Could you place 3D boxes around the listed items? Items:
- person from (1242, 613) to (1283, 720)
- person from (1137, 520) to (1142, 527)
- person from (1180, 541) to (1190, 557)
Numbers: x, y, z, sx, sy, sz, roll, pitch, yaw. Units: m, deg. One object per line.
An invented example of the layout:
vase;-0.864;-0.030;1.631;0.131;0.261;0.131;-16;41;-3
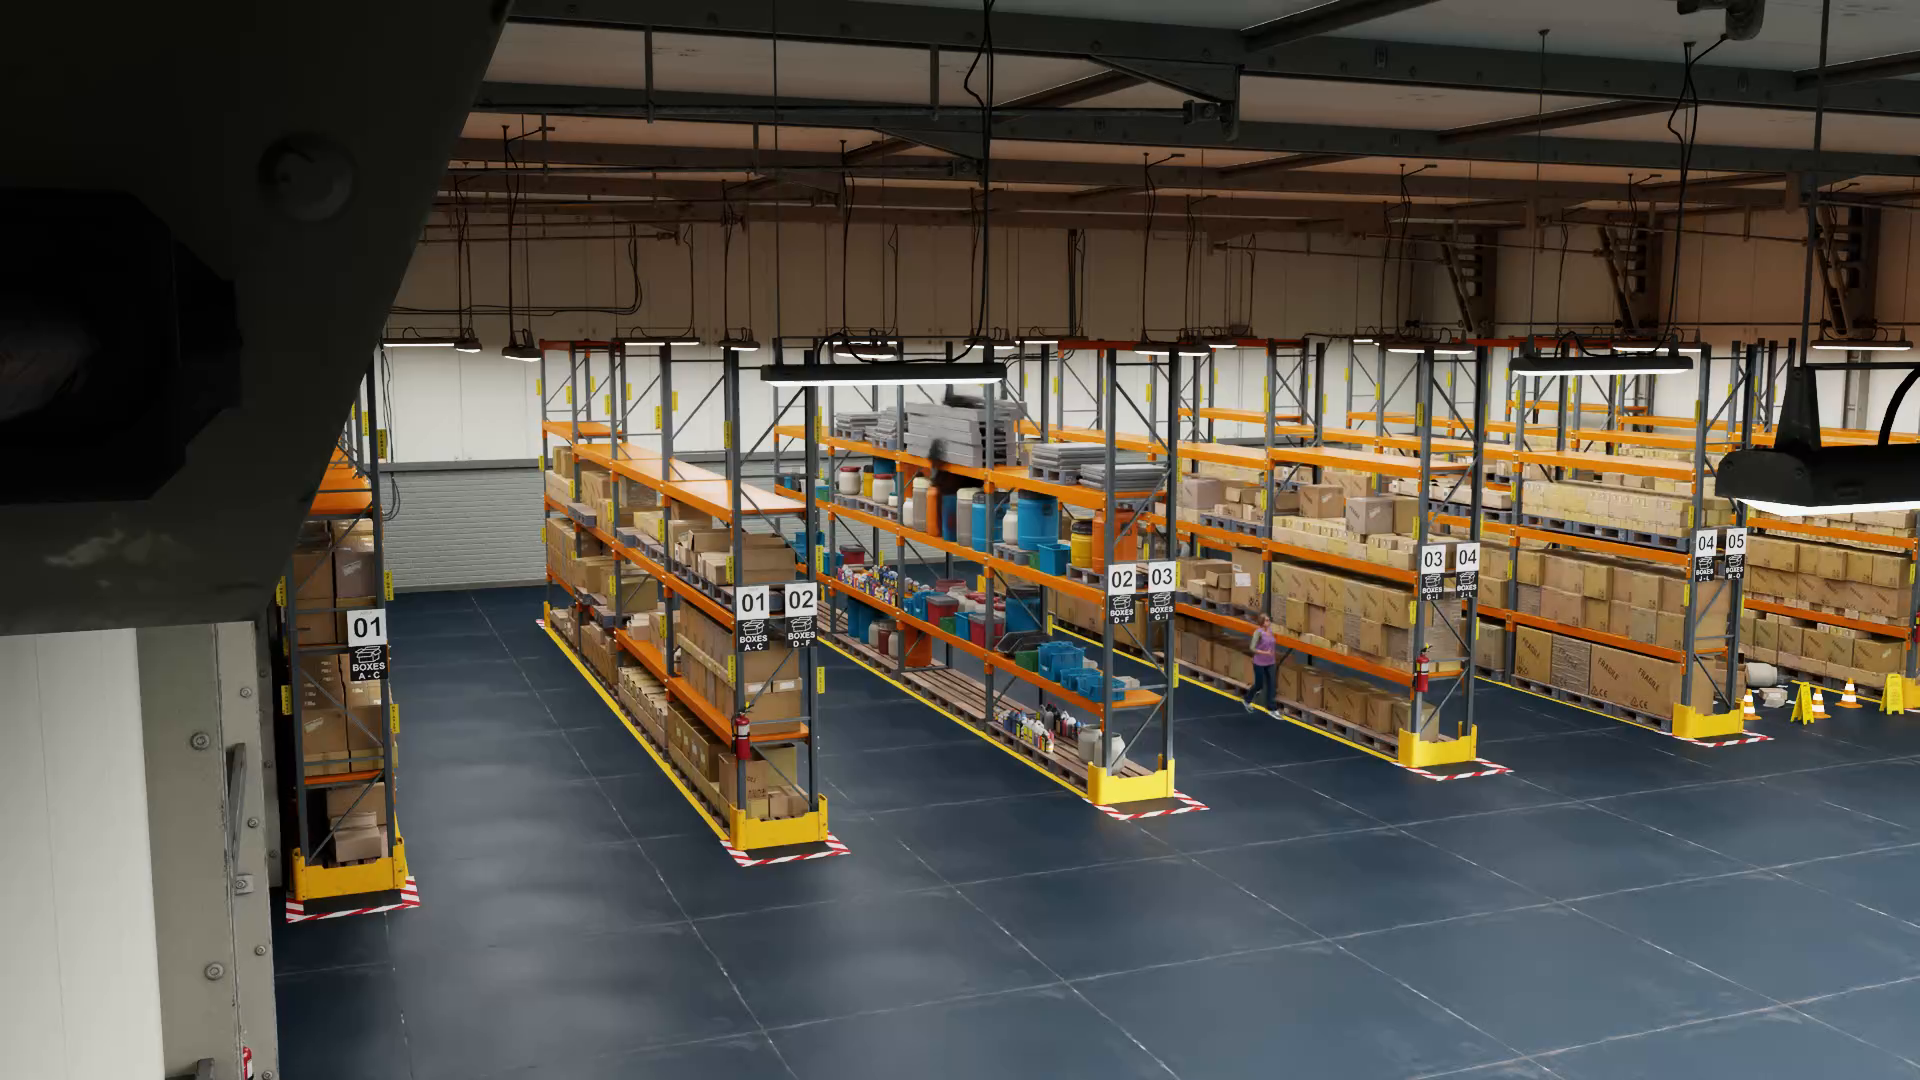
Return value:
person;4.669;1.917;25.550;0.540;1.598;0.798;-5;9;-34
person;4.109;0.356;39.465;0.705;1.718;0.580;0;7;-4
person;5.703;0.053;41.776;0.969;1.673;0.573;-4;8;-27
